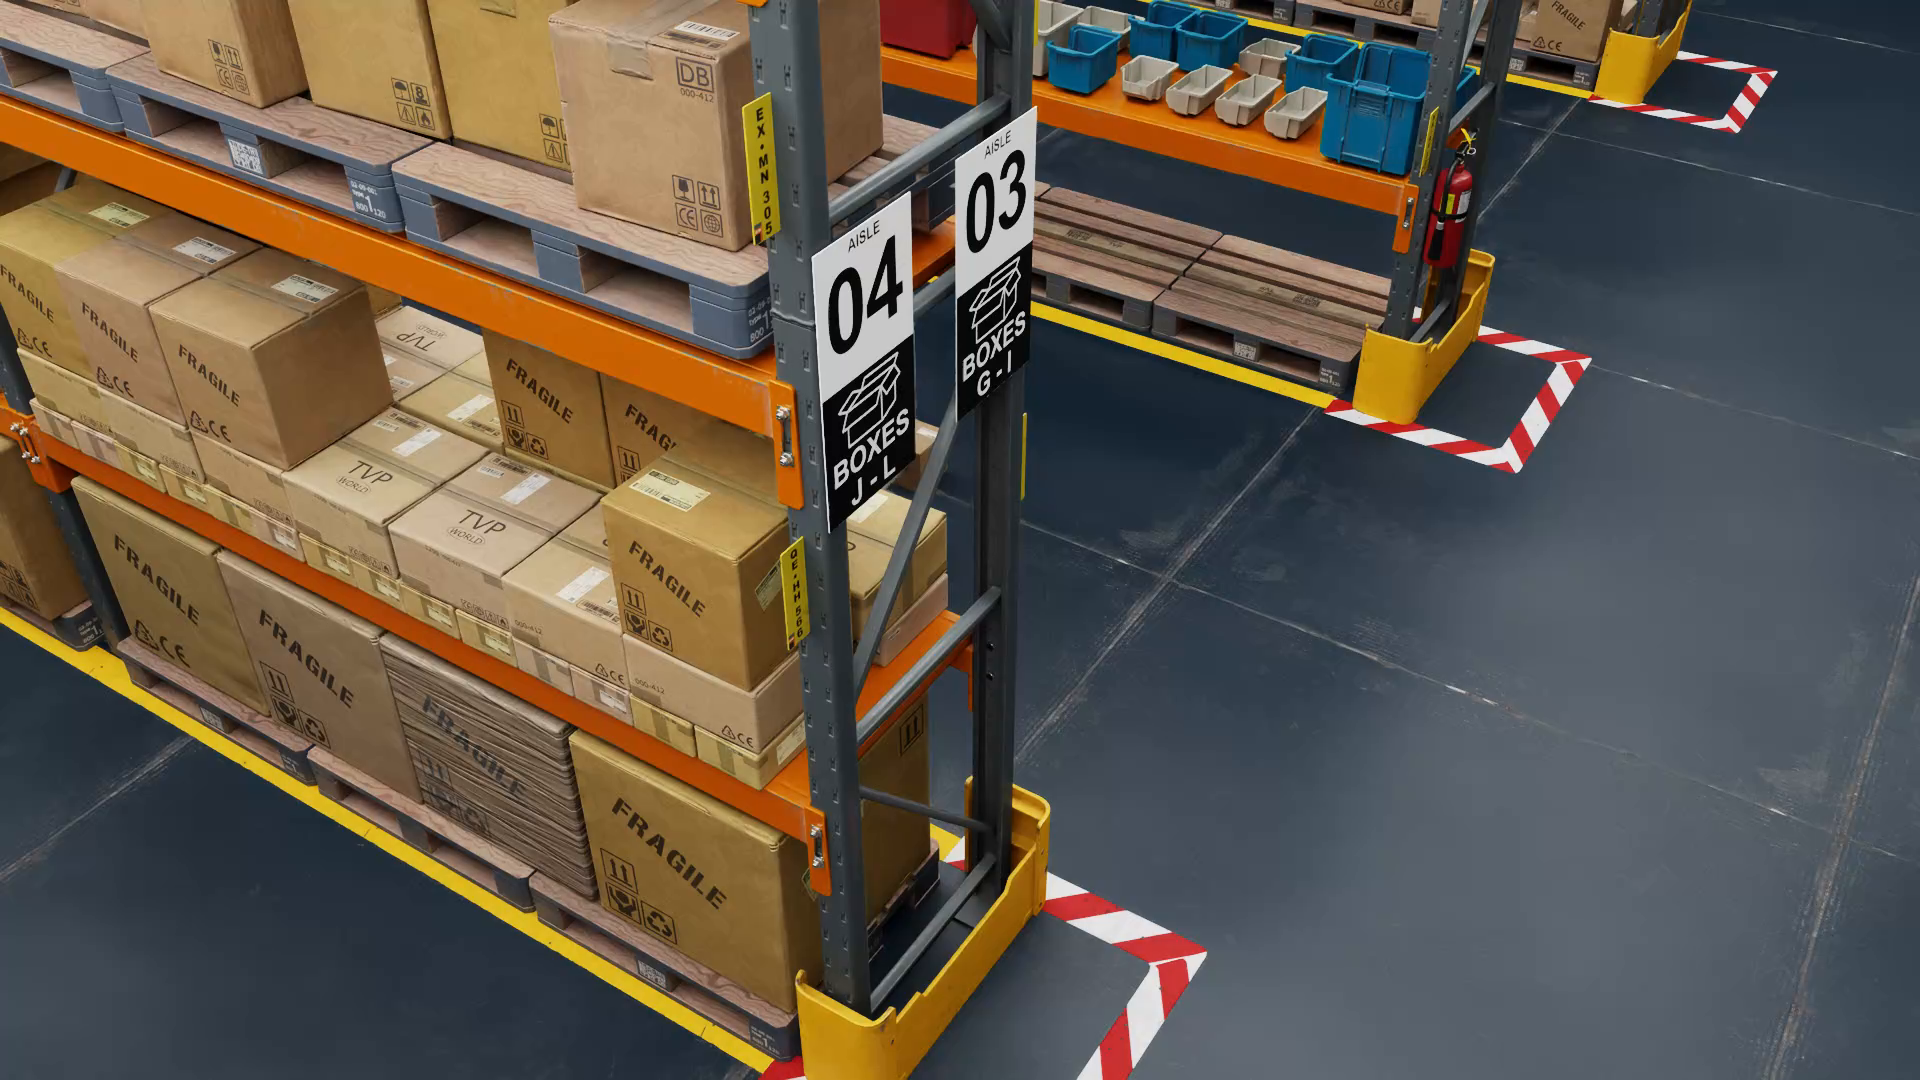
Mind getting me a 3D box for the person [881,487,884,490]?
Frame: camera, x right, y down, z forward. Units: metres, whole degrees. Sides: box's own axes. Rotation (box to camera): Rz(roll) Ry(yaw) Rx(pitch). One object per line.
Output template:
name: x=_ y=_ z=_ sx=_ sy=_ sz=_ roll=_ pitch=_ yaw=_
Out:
person: x=-0.537 y=-0.779 z=7.688 sx=0.585 sy=1.782 sz=0.370 roll=24 pitch=44 yaw=27
